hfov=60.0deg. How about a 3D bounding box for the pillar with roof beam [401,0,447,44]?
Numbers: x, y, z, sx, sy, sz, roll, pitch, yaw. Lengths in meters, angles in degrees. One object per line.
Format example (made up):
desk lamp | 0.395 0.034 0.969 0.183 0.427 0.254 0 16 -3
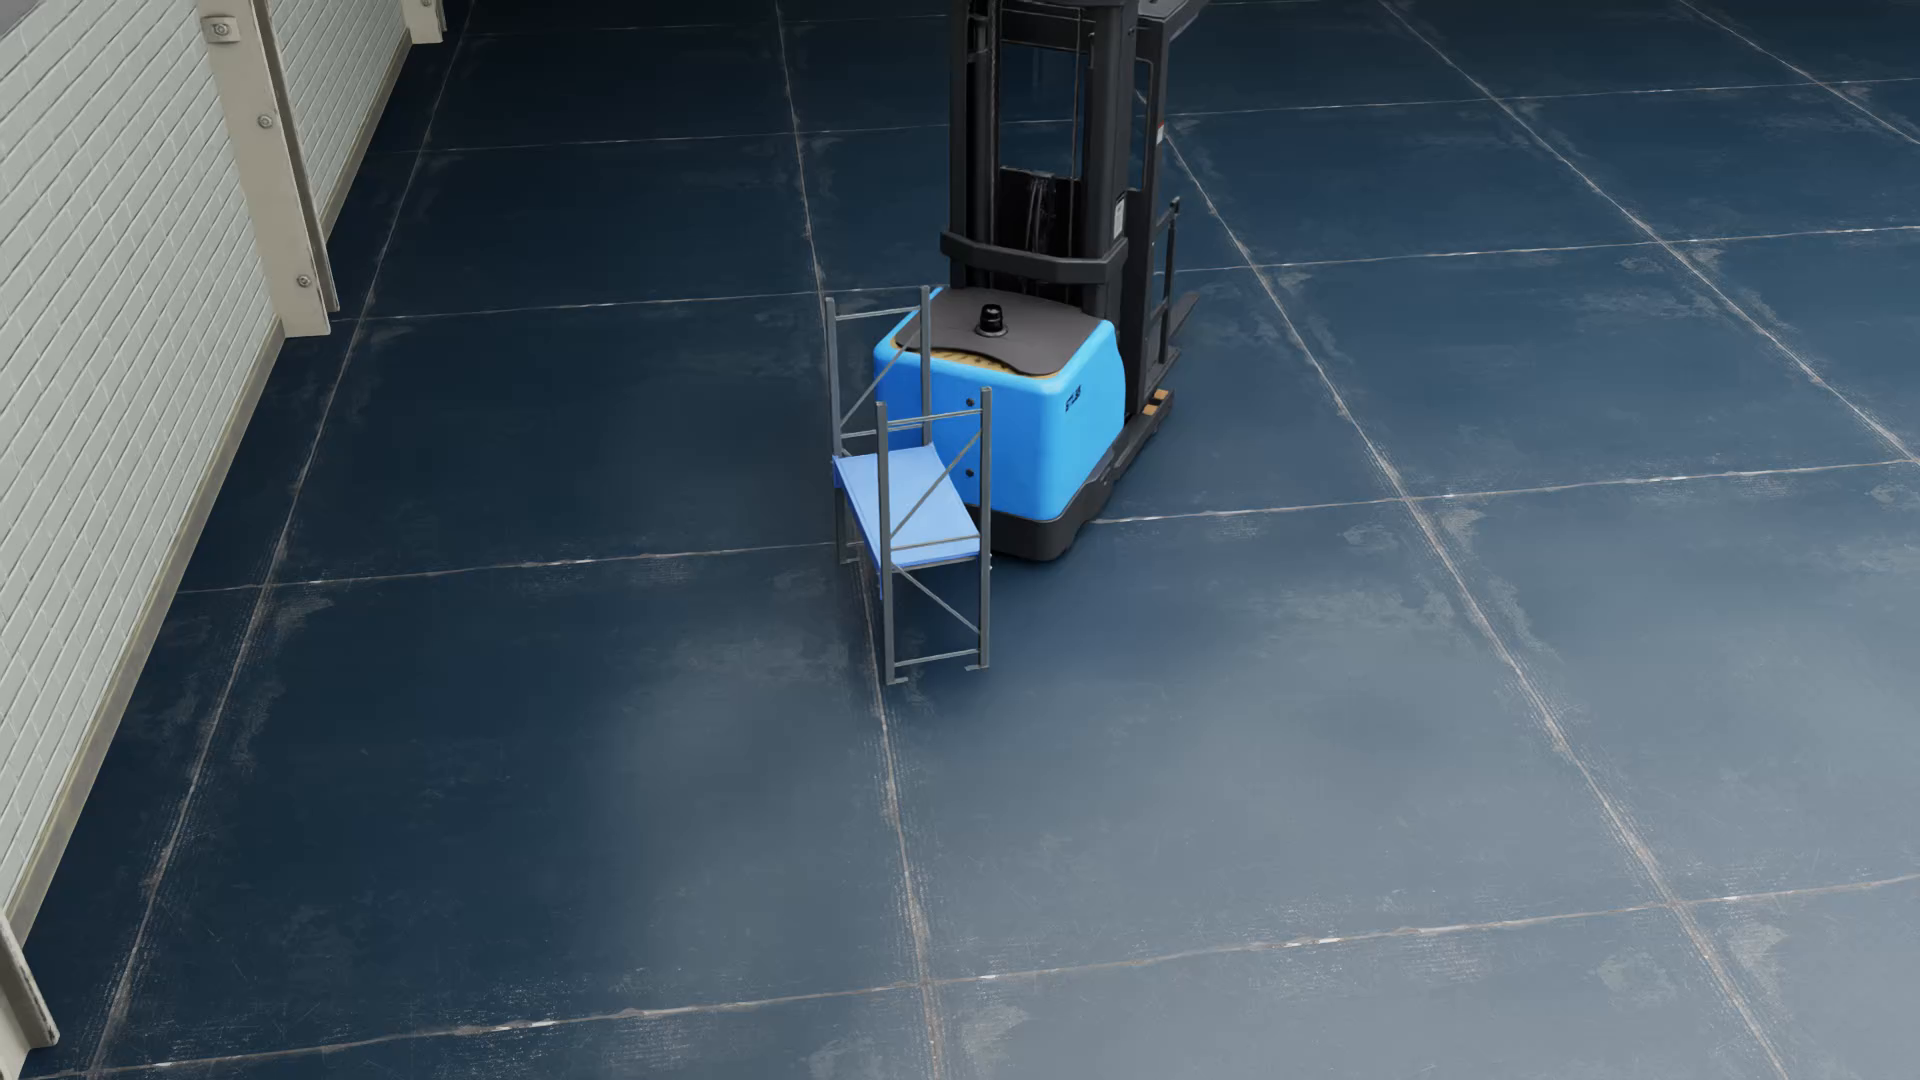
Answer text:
pillar with roof beam | -0.772 -8.812 13.689 9.100 9.000 0.400 -4 35 -6

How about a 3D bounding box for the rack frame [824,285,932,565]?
rack frame | -0.386 -0.536 8.205 0.500 1.500 0.032 -9 35 -13

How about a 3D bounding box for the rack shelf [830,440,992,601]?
rack shelf | -0.248 -0.112 7.902 0.538 0.185 1.000 -9 35 -13

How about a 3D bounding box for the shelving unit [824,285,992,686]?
shelving unit | -0.248 -0.261 7.801 0.538 1.500 1.048 -9 35 -13

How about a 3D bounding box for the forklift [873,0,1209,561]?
forklift | 0.615 -1.923 8.969 1.130 2.935 3.031 14 37 20

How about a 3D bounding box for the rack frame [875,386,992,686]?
rack frame | -0.109 0.015 7.397 0.500 1.500 0.032 -9 35 -13

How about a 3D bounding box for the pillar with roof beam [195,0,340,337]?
pillar with roof beam | 0.035 -5.463 8.776 9.100 9.000 0.400 -4 35 -6
